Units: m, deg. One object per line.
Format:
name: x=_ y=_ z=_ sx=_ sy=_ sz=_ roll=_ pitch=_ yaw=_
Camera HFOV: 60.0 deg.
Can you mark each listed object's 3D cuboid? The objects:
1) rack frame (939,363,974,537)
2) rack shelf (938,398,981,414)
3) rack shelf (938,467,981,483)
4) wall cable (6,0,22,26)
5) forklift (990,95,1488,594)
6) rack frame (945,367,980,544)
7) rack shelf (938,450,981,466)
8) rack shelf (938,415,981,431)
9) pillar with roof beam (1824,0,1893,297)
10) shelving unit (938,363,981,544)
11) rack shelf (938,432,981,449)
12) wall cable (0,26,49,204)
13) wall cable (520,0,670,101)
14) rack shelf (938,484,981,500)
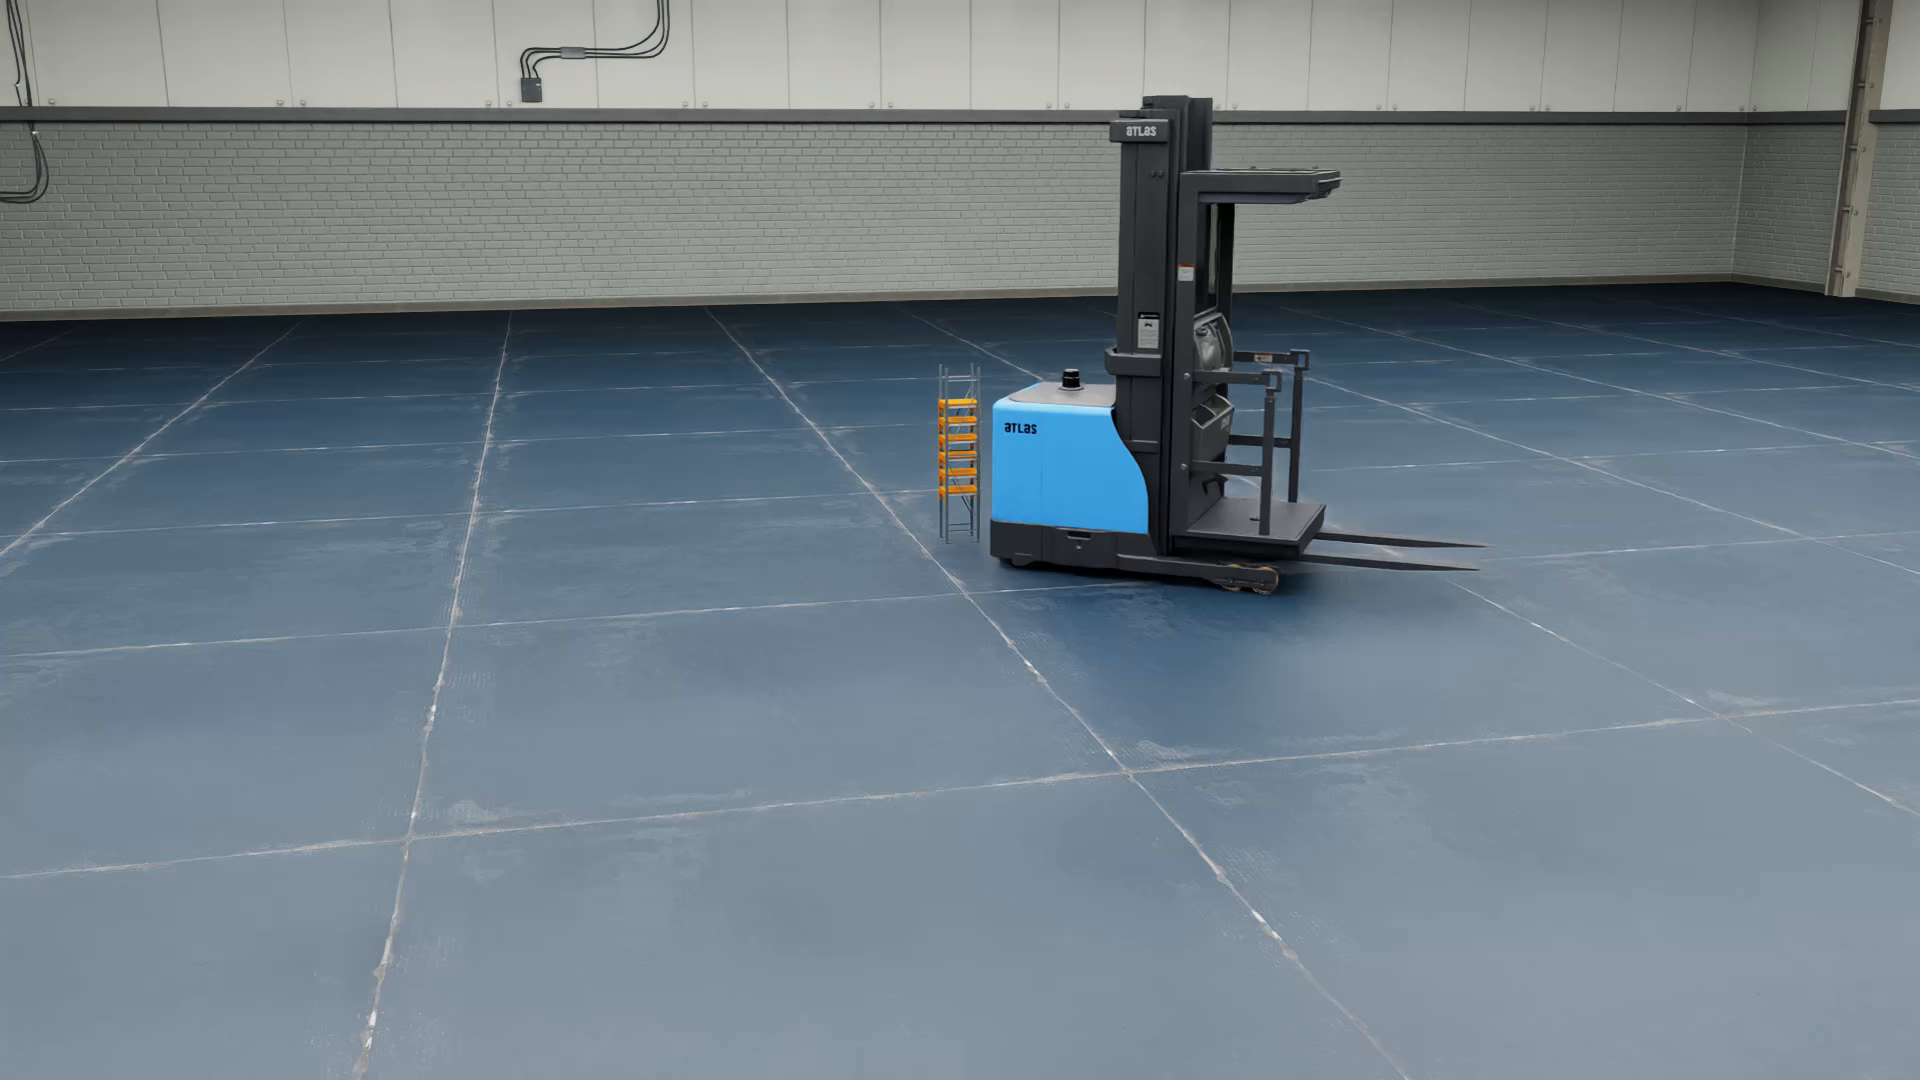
rack frame: x=-0.025 y=-0.607 z=11.385 sx=0.240 sy=1.200 sz=0.006 roll=-3 pitch=14 yaw=-13
rack shelf: x=-0.003 y=-0.893 z=11.223 sx=0.258 sy=0.103 sz=0.180 roll=-3 pitch=14 yaw=-13
rack shelf: x=-0.003 y=-0.426 z=11.337 sx=0.258 sy=0.103 sz=0.180 roll=-3 pitch=14 yaw=-13
wall cable: x=-12.240 y=-8.669 z=23.851 sx=3.097 sy=2.526 sz=0.112 roll=-3 pitch=14 yaw=-13
forklift: x=1.763 y=-1.237 z=10.313 sx=3.031 sy=2.935 sz=1.130 roll=5 pitch=15 yaw=20
rack frame: x=0.018 y=-0.565 z=11.212 sx=0.240 sy=1.200 sz=0.006 roll=-3 pitch=14 yaw=-13
rack shelf: x=-0.003 y=-0.543 z=11.309 sx=0.258 sy=0.103 sz=0.180 roll=-3 pitch=14 yaw=-13
rack shelf: x=-0.003 y=-0.776 z=11.252 sx=0.258 sy=0.103 sz=0.180 roll=-3 pitch=14 yaw=-13
pillar with roof beam: x=10.972 y=-8.336 z=26.586 sx=9.100 sy=9.000 sz=0.400 roll=-3 pitch=14 yaw=-13
shelving unit: x=-0.003 y=-0.586 z=11.298 sx=0.258 sy=1.200 sz=0.189 roll=-3 pitch=14 yaw=-13
rack shelf: x=-0.003 y=-0.660 z=11.280 sx=0.258 sy=0.103 sz=0.180 roll=-3 pitch=14 yaw=-13
wall cable: x=-14.869 y=-6.065 z=23.833 sx=3.097 sy=2.526 sz=0.112 roll=-3 pitch=14 yaw=-13
wall cable: x=-5.638 y=-9.751 z=25.212 sx=2.305 sy=6.003 sz=0.169 roll=-3 pitch=14 yaw=-13
rack shelf: x=-0.003 y=-0.310 z=11.366 sx=0.258 sy=0.103 sz=0.180 roll=-3 pitch=14 yaw=-13
